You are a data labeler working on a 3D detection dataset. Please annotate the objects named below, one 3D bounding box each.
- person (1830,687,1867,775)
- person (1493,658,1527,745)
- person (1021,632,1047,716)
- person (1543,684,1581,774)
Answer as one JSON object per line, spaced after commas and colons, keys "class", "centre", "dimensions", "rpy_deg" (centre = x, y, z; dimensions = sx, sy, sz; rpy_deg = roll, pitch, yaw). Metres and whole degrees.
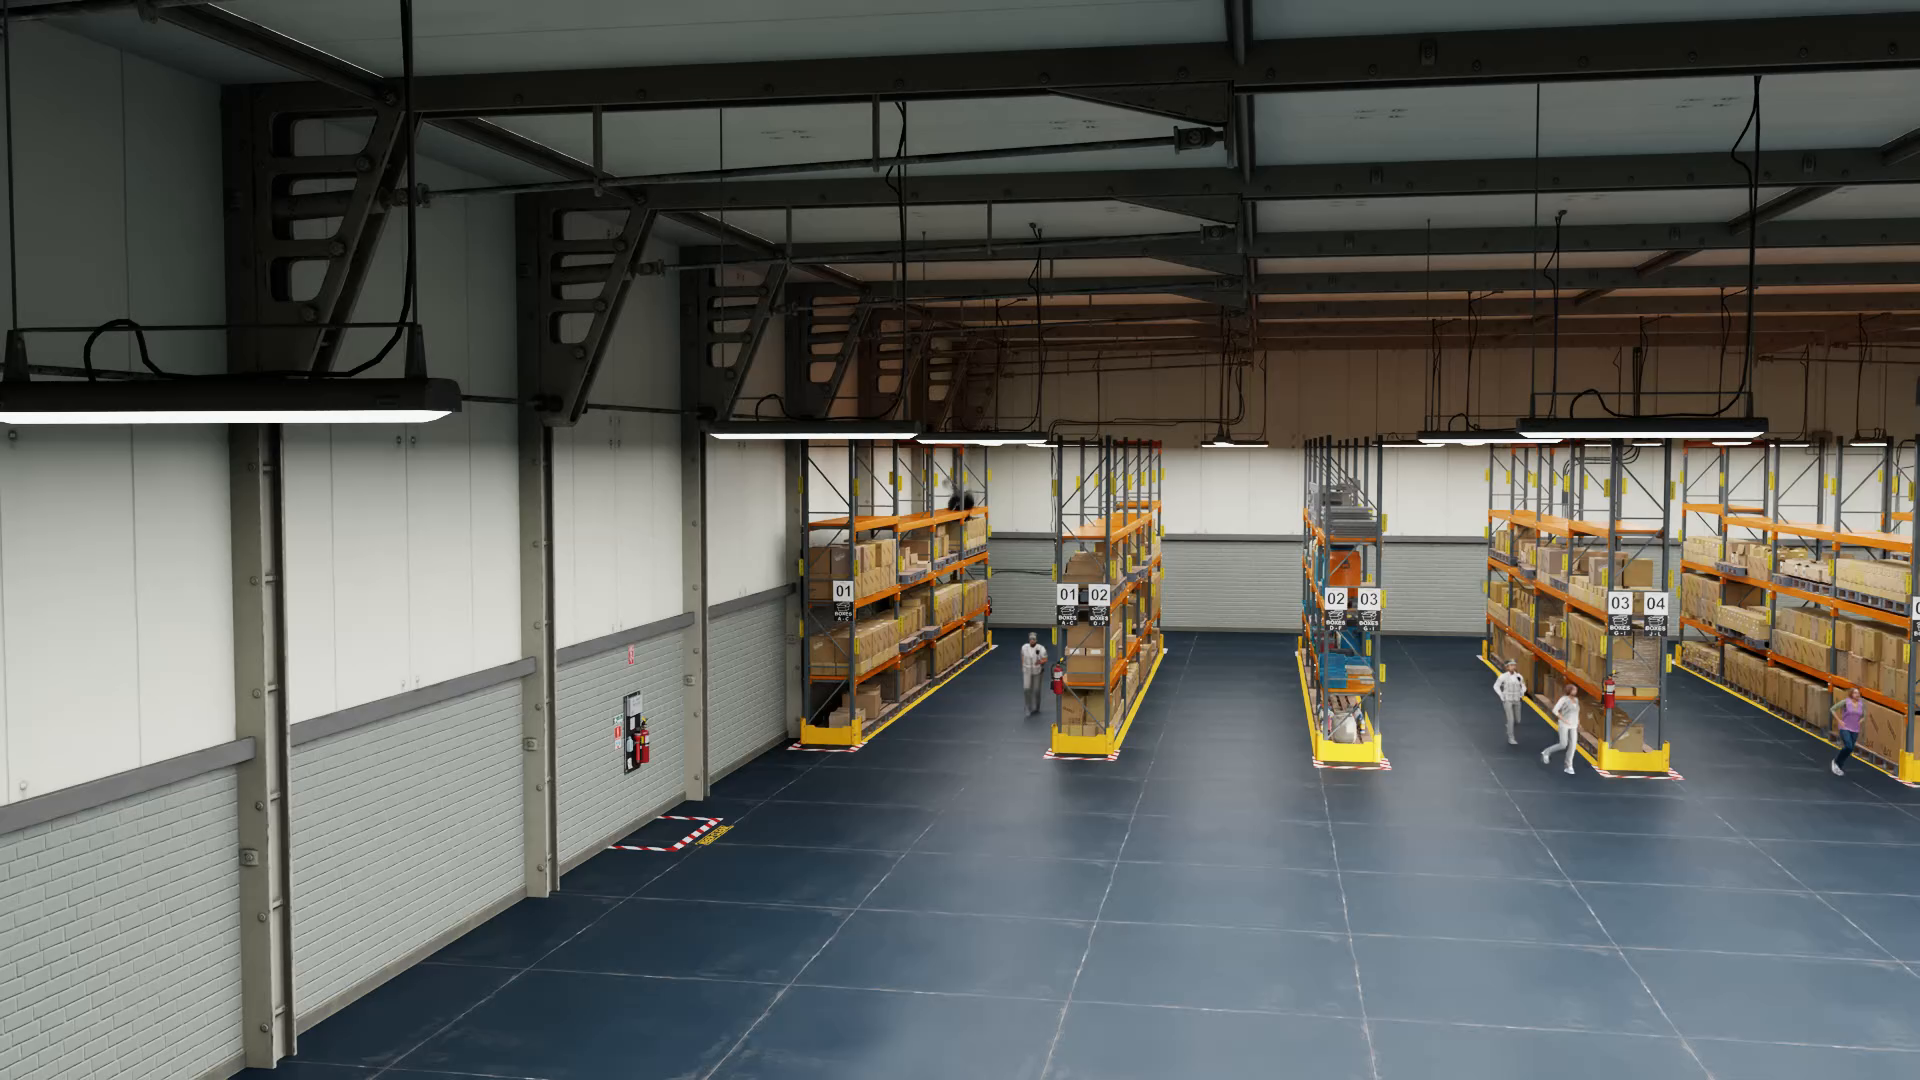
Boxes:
{"class": "person", "centre": [15.635, 3.360, 29.204], "dimensions": [0.538, 1.575, 0.574], "rpy_deg": [0, 3, -4]}
{"class": "person", "centre": [10.762, 3.133, 32.509], "dimensions": [0.622, 1.654, 0.718], "rpy_deg": [0, 3, 0]}
{"class": "person", "centre": [1.605, 2.899, 36.129], "dimensions": [0.585, 1.825, 0.896], "rpy_deg": [0, 3, 6]}
{"class": "person", "centre": [10.852, 3.342, 29.633], "dimensions": [0.600, 1.548, 0.742], "rpy_deg": [-1, 3, -22]}
